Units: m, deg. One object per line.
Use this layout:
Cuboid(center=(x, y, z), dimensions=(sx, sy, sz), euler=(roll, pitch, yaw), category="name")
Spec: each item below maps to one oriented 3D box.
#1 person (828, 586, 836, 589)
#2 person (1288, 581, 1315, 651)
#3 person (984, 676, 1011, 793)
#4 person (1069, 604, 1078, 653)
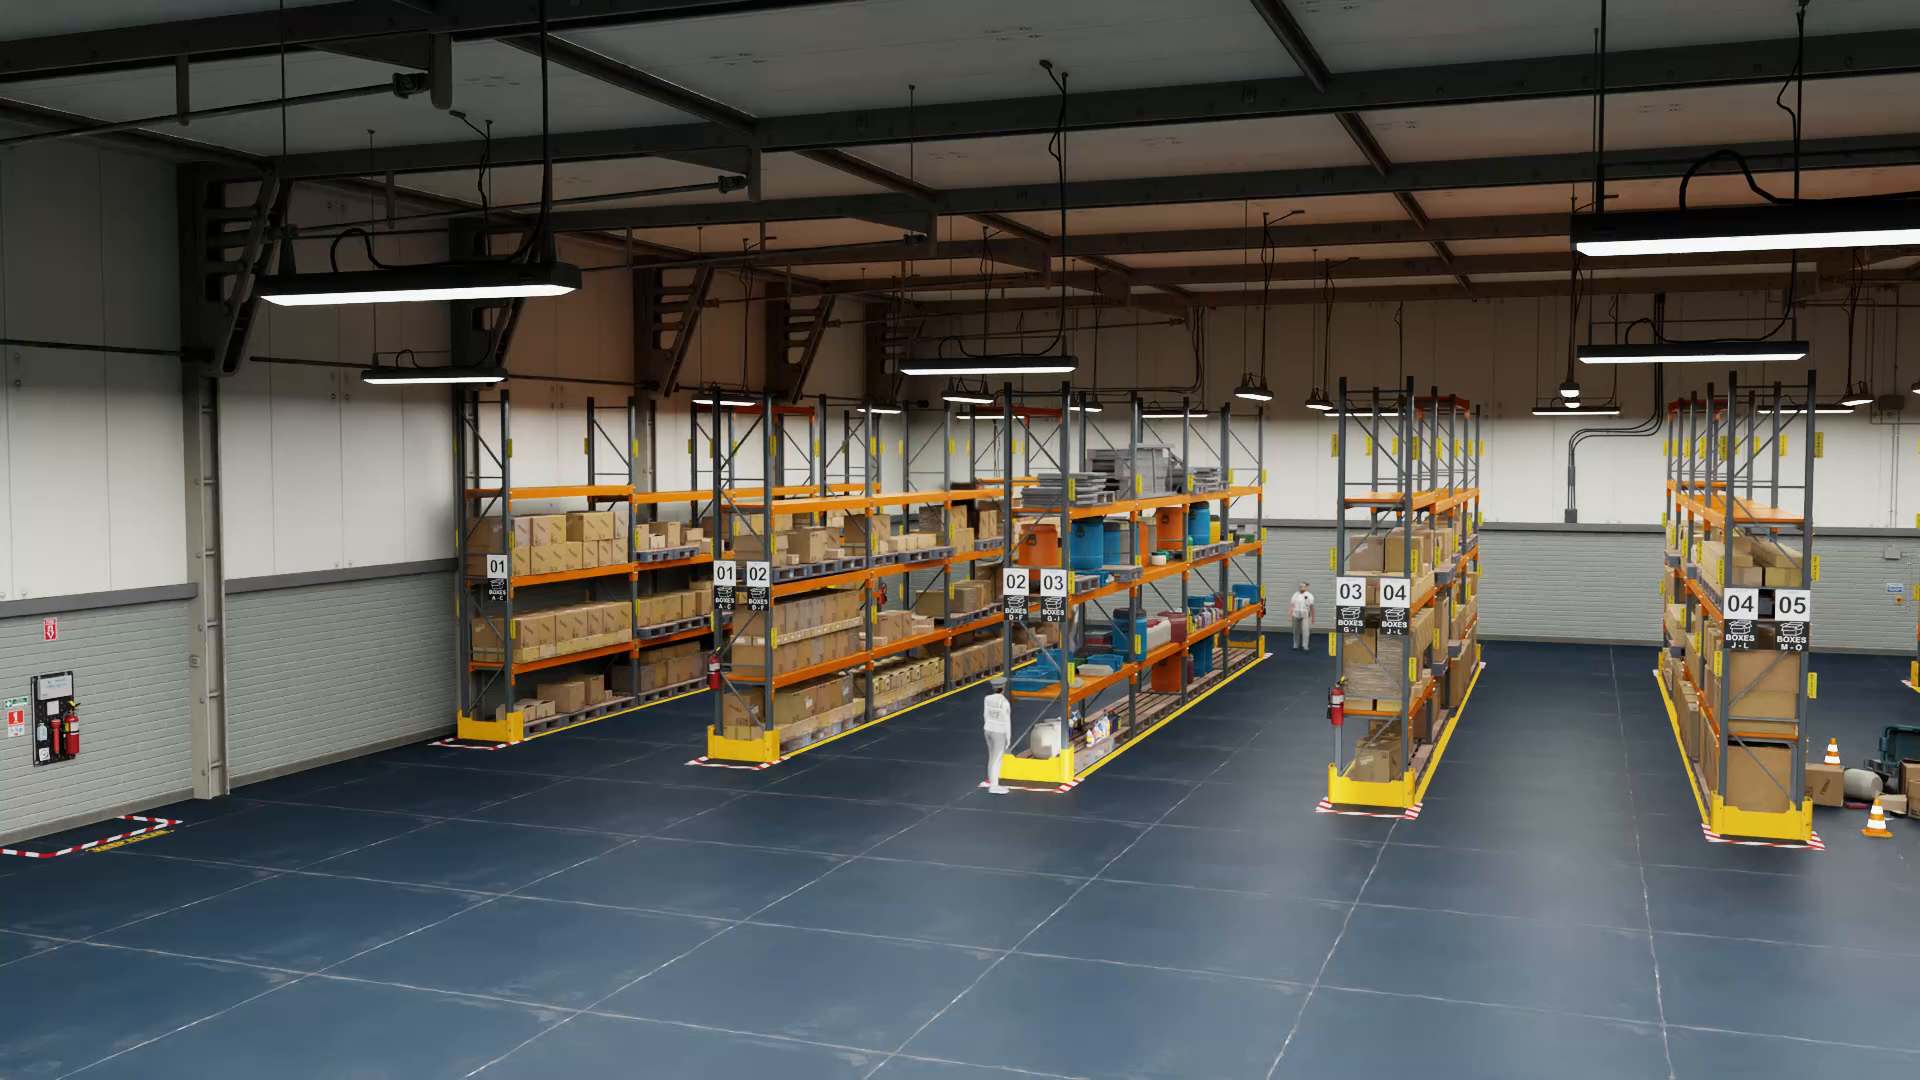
Cuboid(center=(-2.838, 1.912, 37.531), dimensions=(0.488, 1.752, 0.593), euler=(-1, 3, -25), category="person")
Cuboid(center=(8.408, 1.862, 40.970), dimensions=(0.651, 1.708, 1.053), euler=(1, 3, 11), category="person")
Cuboid(center=(0.549, 2.828, 24.107), dimensions=(0.350, 1.692, 0.501), euler=(-2, 4, -36), category="person")
Cuboid(center=(2.657, 1.951, 38.257), dimensions=(0.360, 1.728, 0.510), euler=(2, 4, 33), category="person")
